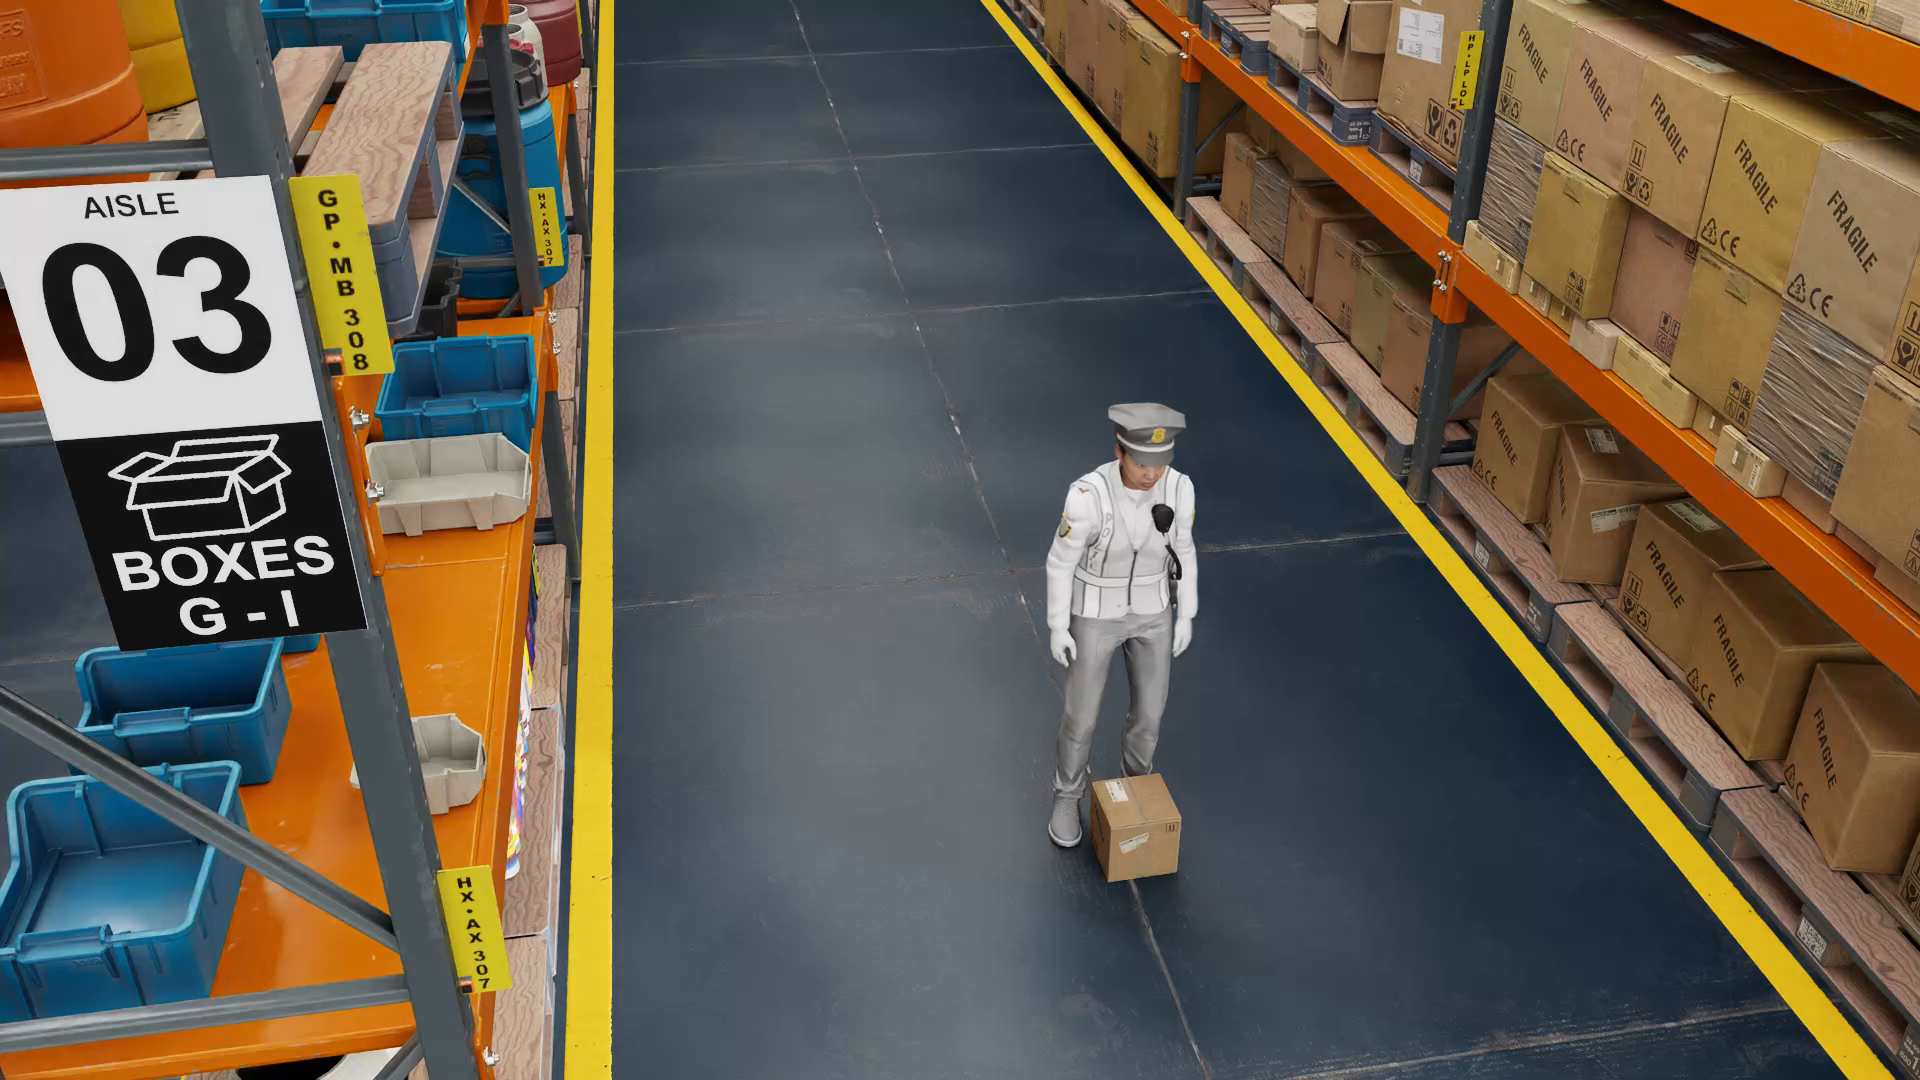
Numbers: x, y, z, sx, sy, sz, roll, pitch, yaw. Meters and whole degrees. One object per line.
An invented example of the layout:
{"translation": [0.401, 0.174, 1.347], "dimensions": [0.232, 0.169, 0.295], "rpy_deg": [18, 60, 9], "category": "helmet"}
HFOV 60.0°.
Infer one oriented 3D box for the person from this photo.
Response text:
{"translation": [0.552, 0.279, 5.663], "dimensions": [0.525, 1.662, 0.374], "rpy_deg": [-6, 31, -9], "category": "person"}
